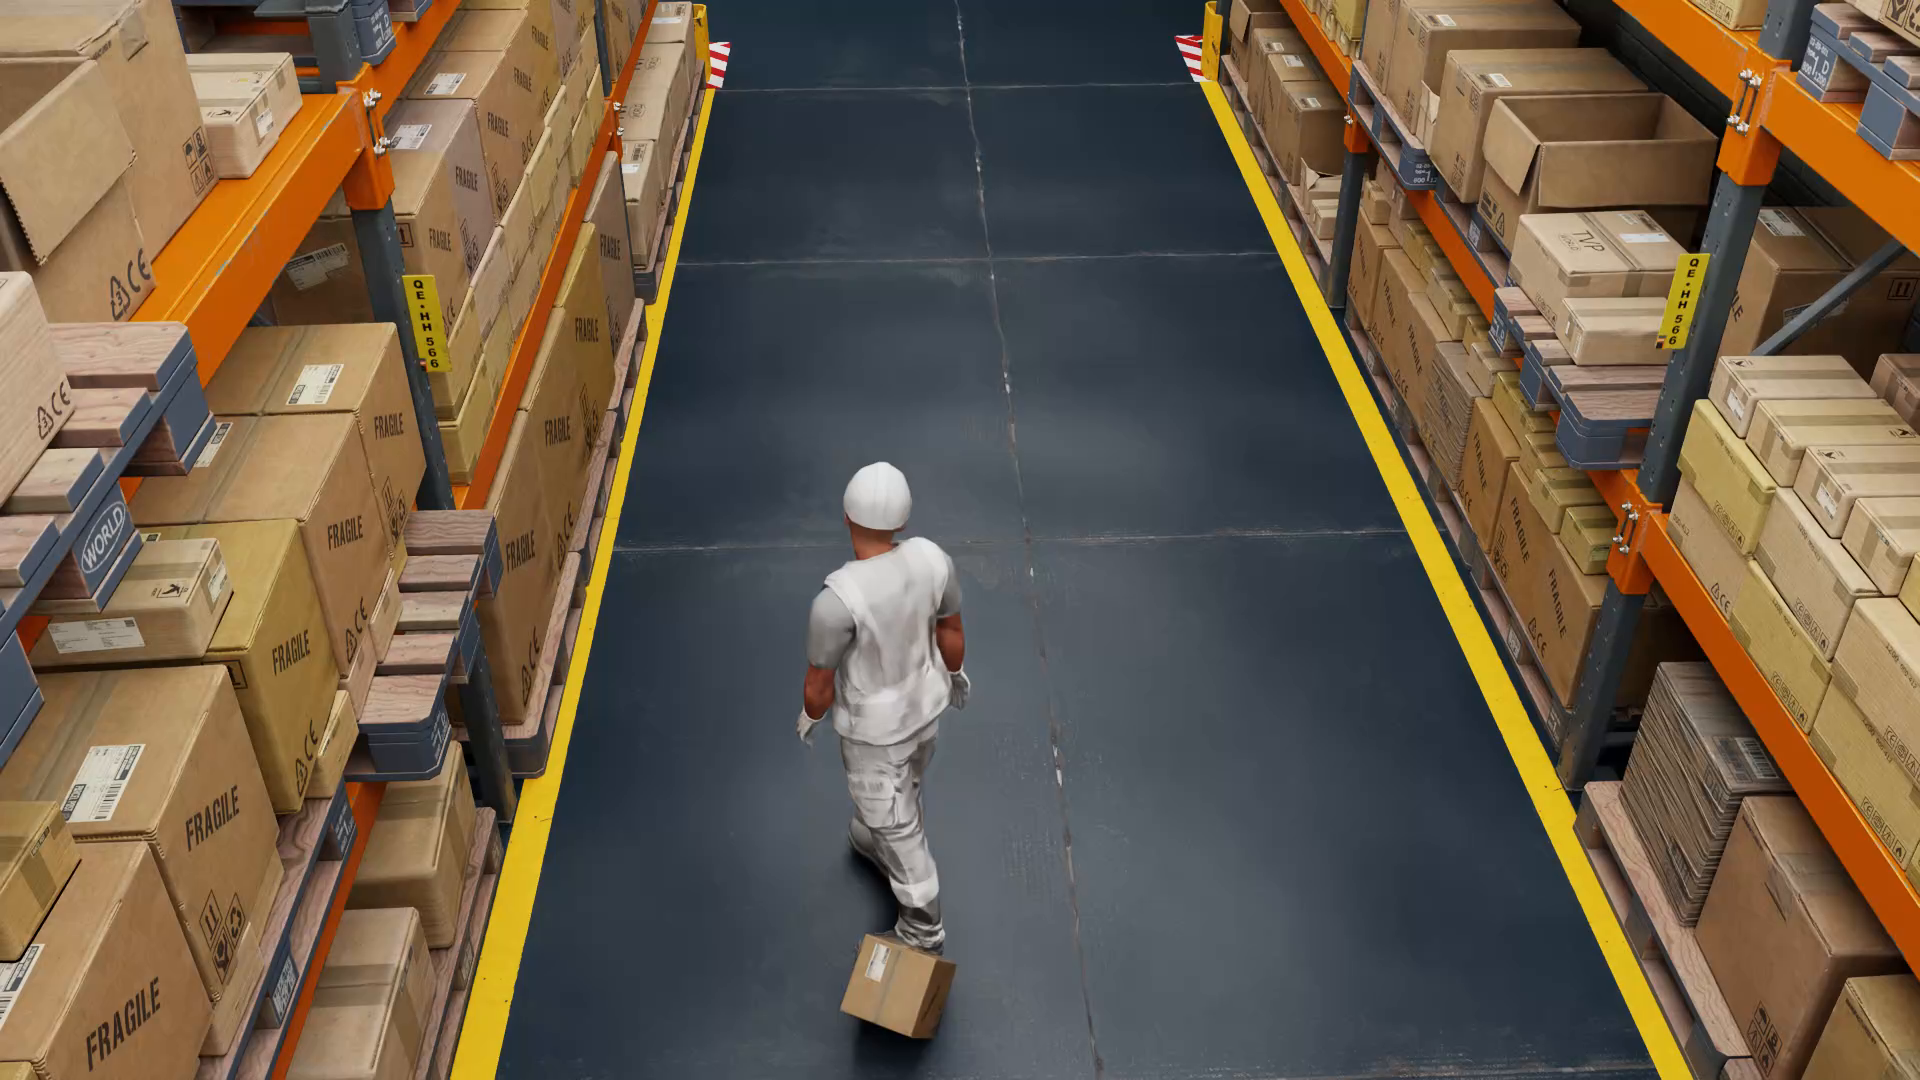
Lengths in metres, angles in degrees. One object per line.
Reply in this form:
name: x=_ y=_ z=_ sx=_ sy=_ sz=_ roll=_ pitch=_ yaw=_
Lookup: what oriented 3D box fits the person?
person: x=-0.238 y=0.525 z=5.343 sx=0.654 sy=1.783 sz=0.615 roll=27 pitch=43 yaw=33
